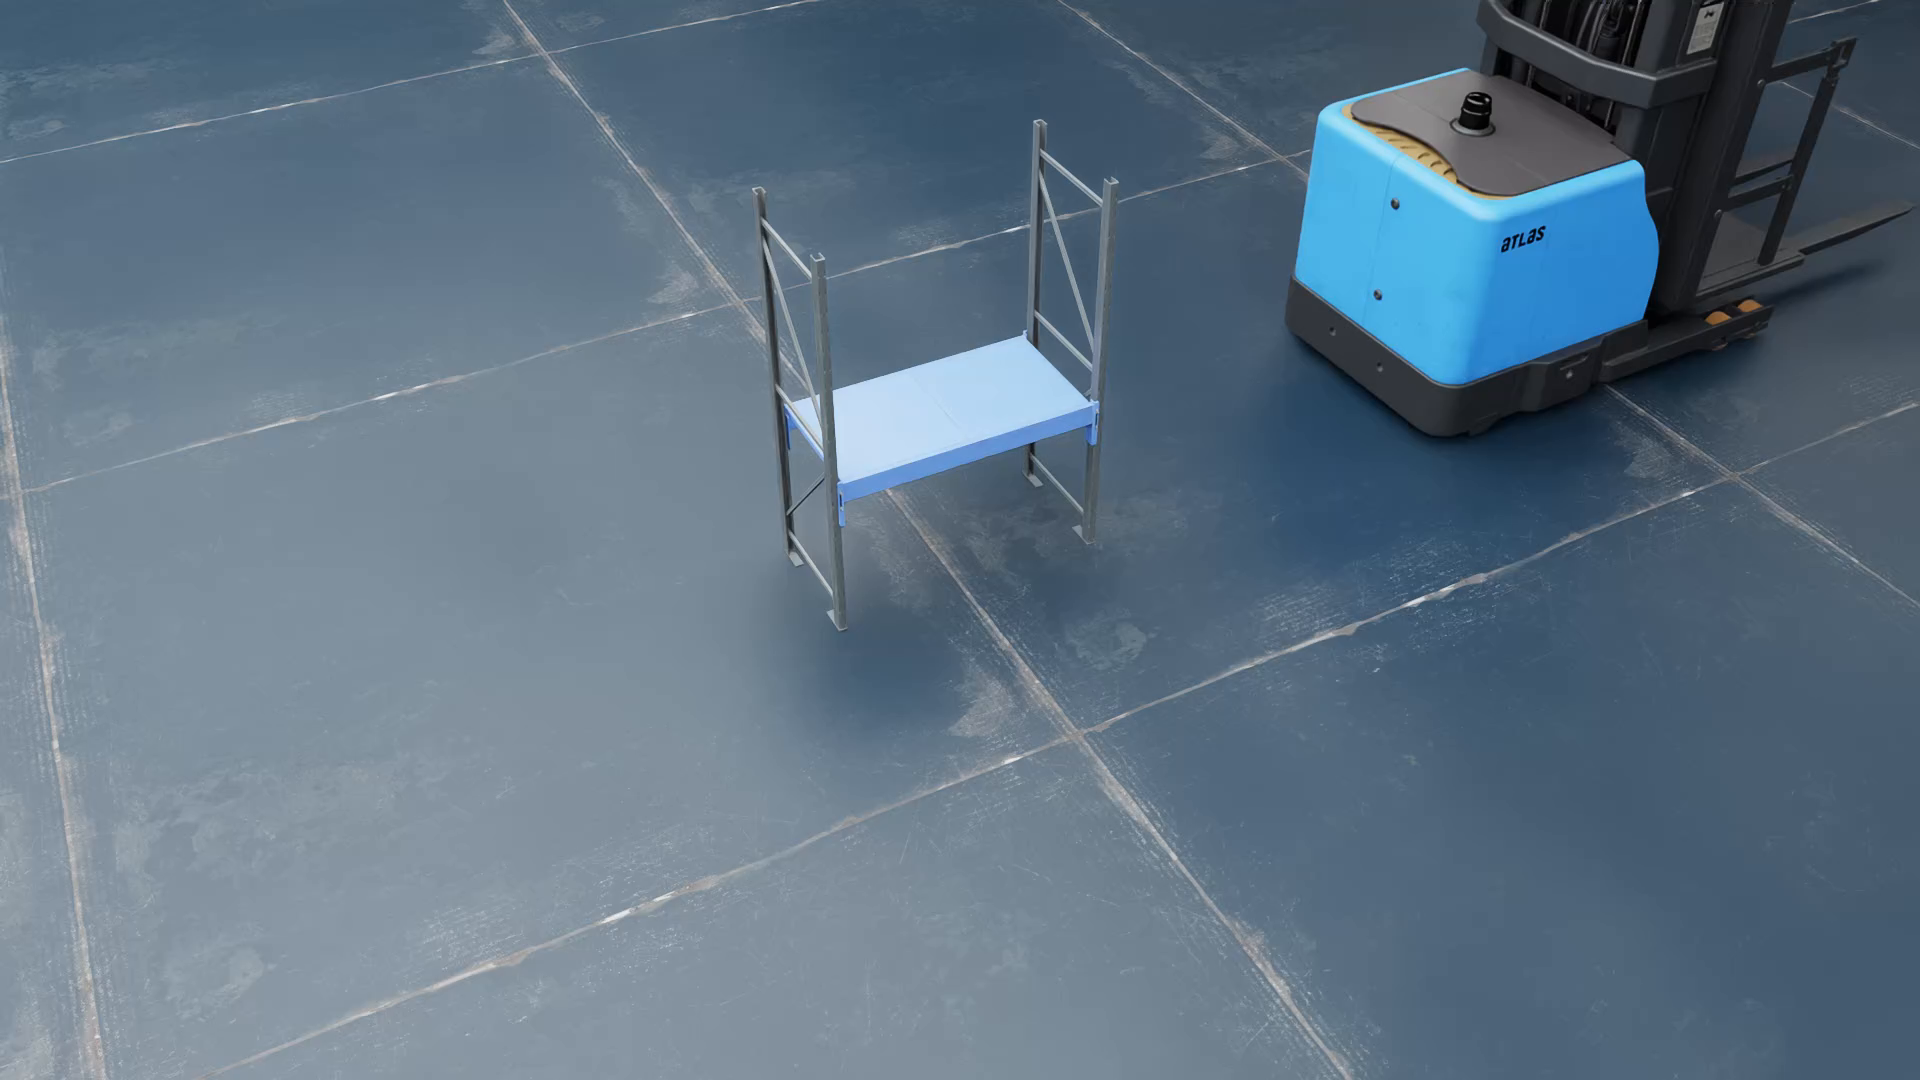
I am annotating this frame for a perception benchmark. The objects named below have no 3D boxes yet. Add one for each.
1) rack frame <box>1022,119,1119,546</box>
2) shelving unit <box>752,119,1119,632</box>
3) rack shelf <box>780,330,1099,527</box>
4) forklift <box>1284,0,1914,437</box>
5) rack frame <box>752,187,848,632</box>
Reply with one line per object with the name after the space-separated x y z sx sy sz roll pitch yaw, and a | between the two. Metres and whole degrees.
0.375 -0.699 5.915 0.032 1.500 0.500 -19 44 -21 | rack frame
-0.076 -0.547 5.735 1.048 1.500 0.538 -19 44 -21 | shelving unit
-0.076 -0.410 5.852 1.000 0.185 0.538 -19 44 -21 | rack shelf
2.958 -2.220 6.604 3.031 2.935 1.130 -20 44 -22 | forklift
-0.527 -0.395 5.556 0.032 1.500 0.500 -19 44 -21 | rack frame
